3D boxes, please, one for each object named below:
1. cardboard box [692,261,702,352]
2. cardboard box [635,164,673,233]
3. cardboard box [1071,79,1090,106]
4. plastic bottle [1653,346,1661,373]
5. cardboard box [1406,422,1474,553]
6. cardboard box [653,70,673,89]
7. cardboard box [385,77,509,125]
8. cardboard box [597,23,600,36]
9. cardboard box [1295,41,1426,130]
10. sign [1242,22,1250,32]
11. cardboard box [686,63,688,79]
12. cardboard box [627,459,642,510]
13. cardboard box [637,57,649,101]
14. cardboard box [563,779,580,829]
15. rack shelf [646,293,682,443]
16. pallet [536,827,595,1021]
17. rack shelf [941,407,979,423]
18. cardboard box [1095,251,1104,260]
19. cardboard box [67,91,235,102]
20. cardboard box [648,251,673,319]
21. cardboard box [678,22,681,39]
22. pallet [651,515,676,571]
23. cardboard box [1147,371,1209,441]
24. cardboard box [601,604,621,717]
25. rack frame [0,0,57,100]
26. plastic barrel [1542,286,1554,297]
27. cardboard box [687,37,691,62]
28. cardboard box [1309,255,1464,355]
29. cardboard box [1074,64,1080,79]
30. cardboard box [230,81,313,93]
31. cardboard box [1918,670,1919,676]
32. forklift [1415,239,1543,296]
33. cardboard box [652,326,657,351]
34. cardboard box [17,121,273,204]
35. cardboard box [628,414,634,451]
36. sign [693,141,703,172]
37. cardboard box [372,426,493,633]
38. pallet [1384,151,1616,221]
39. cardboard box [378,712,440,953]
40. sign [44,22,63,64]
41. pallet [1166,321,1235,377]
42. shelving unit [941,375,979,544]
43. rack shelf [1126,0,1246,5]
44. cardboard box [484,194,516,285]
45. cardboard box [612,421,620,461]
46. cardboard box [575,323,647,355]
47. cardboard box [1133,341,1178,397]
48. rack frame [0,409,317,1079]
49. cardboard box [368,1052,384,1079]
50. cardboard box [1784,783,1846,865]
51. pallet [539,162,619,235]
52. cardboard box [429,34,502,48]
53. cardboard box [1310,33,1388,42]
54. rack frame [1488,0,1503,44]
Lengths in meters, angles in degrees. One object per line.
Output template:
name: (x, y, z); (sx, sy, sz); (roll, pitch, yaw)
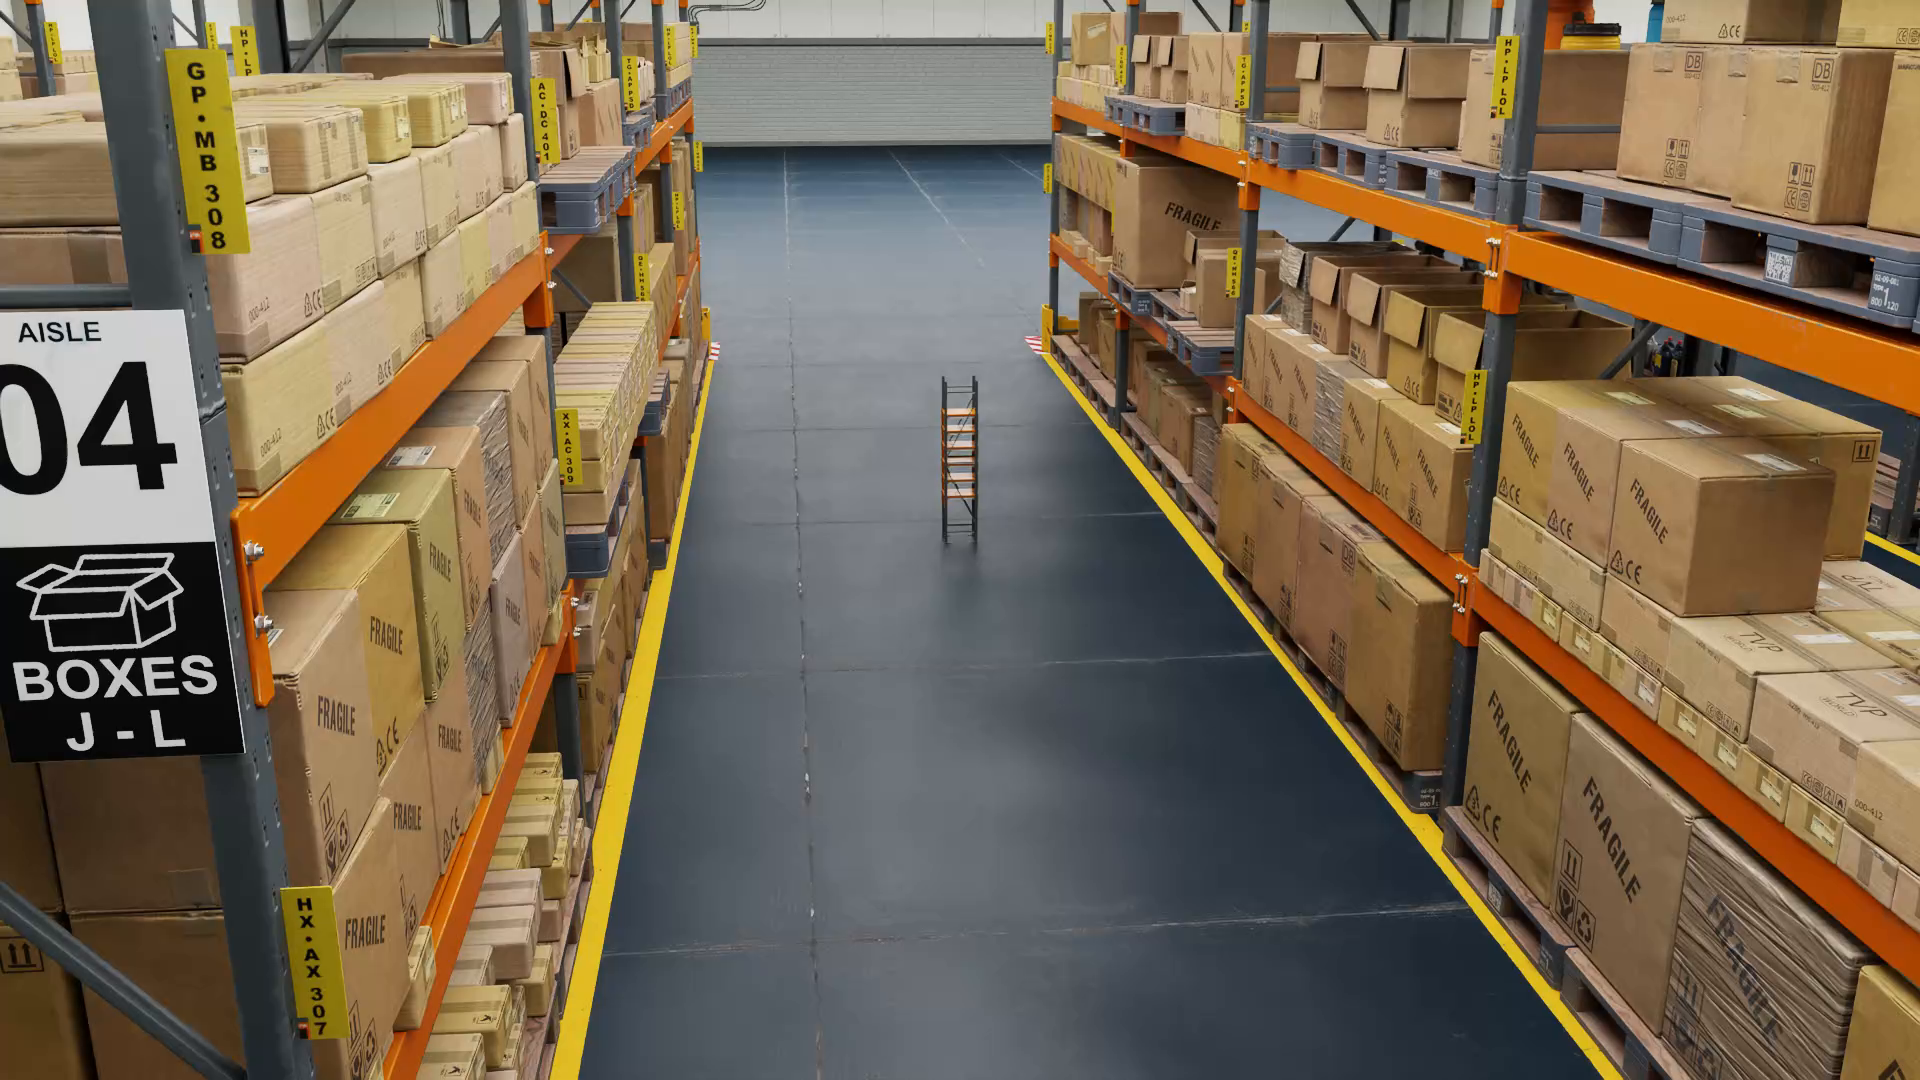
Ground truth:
cardboard box: (-3.281, -2.518, 18.037); (0.875, 0.875, 0.875); (-2, 18, -5)
cardboard box: (-3.008, -3.038, 14.792); (0.875, 0.550, 0.550); (-2, 18, -6)
cardboard box: (1.426, -4.562, 16.942); (0.500, 0.250, 0.500); (-2, 18, -6)
plastic bottle: (7.061, -1.817, 16.777); (0.097, 0.271, 0.097); (0, 17, 0)
cardboard box: (2.445, -0.258, 7.825); (0.500, 0.500, 0.500); (-2, 18, -5)
cardboard box: (-2.704, -4.018, 14.512); (0.380, 0.149, 0.250); (-2, 18, -7)
cardboard box: (-1.771, -1.510, 5.722); (0.380, 0.149, 0.250); (-2, 18, -6)
cardboard box: (-3.410, -4.529, 14.807); (0.380, 0.149, 0.250); (-2, 18, -6)
cardboard box: (2.487, -2.773, 10.119); (0.797, 0.503, 0.637); (-1, 17, -2)
sign: (2.491, -4.347, 14.487); (0.100, 0.325, 0.005); (-2, 18, -6)
cardboard box: (-2.968, -4.776, 16.924); (0.380, 0.149, 0.250); (-2, 18, -5)
cardboard box: (-2.260, -0.318, 10.403); (0.500, 0.250, 0.500); (-2, 18, -7)
cardboard box: (-2.605, -3.461, 12.467); (0.500, 0.311, 0.500); (-2, 18, -8)
cardboard box: (-1.831, 1.145, 7.082); (0.380, 0.149, 0.250); (-1, 17, -5)
rack shelf: (-2.798, -1.401, 12.832); (1.077, 0.370, 4.000); (-2, 18, -6)
pallet: (-2.075, 1.573, 6.814); (1.003, 0.211, 1.213); (-2, 18, -6)
rack shelf: (-0.001, -0.878, 11.917); (0.258, 0.103, 0.180); (-2, 18, -6)
cardboard box: (1.545, -2.772, 16.419); (0.380, 0.149, 0.250); (-2, 18, -6)
cardboard box: (-2.262, -1.180, 4.670); (0.380, 0.149, 0.250); (-2, 18, -7)
cardboard box: (-2.633, -2.090, 13.659); (0.500, 0.500, 0.500); (-2, 18, -6)
cardboard box: (-2.861, -4.852, 15.836); (0.380, 0.149, 0.250); (-2, 18, -6)
pallet: (-2.598, -0.055, 12.000); (1.003, 0.211, 1.213); (-2, 18, -6)
cardboard box: (2.012, -1.154, 14.284); (0.700, 0.500, 0.500); (-2, 18, -6)
cardboard box: (-2.048, 0.650, 8.571); (0.500, 0.500, 0.500); (-1, 17, -3)
rack frame: (-7.918, -5.019, 13.141); (1.000, 3.000, 0.127); (-2, 18, -6)
plastic barrel: (6.597, -2.627, 18.991); (0.421, 0.512, 0.421); (0, 17, 0)
cardboard box: (-3.089, -5.144, 17.432); (0.500, 0.250, 0.500); (-2, 17, -5)
cardboard box: (2.476, -1.385, 9.739); (0.797, 0.503, 0.637); (-1, 17, -4)
cardboard box: (1.383, -4.808, 17.061); (0.380, 0.149, 0.250); (-2, 18, -6)
cardboard box: (-2.331, -1.417, 5.424); (0.380, 0.149, 0.250); (-2, 18, -7)
cardboard box: (3.288, 0.586, 5.057); (0.500, 0.250, 0.500); (-2, 18, -7)
forklift: (4.399, -2.046, 13.801); (1.130, 2.935, 3.031); (-2, 17, -5)
cardboard box: (-2.088, -1.238, 10.333); (0.380, 0.149, 0.250); (-1, 17, -5)
cardboard box: (-1.582, -0.733, 3.247); (0.380, 0.149, 0.250); (-1, 17, -3)
cardboard box: (-1.902, -0.557, 8.663); (0.380, 0.149, 0.250); (-2, 18, -7)
sign: (-2.876, -4.210, 18.250); (0.100, 0.325, 0.005); (-2, 18, -6)
cardboard box: (-1.695, -0.031, 4.935); (0.500, 0.500, 0.500); (-2, 18, -7)
pallet: (2.621, -1.691, 7.867); (0.805, 0.209, 1.217); (-2, 18, -8)
cardboard box: (-1.619, 0.745, 4.134); (0.500, 0.500, 0.500); (-2, 18, -6)
sign: (-7.366, -4.041, 13.512); (0.100, 0.325, 0.005); (-2, 18, -6)
pallet: (2.173, -1.389, 11.913); (1.213, 0.211, 1.003); (-2, 18, -6)
shelving unit: (-0.001, -0.577, 12.011); (0.258, 1.200, 0.189); (-2, 18, -6)
rack shelf: (2.146, -4.195, 12.386); (1.077, 0.370, 4.000); (-2, 18, -6)
cardboard box: (-1.820, -1.029, 5.690); (0.500, 0.250, 0.500); (-2, 18, -6)
cardboard box: (-1.818, -0.464, 7.871); (0.380, 0.149, 0.250); (-1, 17, -4)
cardboard box: (-2.003, -1.148, 9.552); (0.380, 0.149, 0.250); (-1, 17, -4)
cardboard box: (1.938, -1.591, 15.710); (0.500, 0.500, 0.500); (-2, 18, -7)
rack frame: (-1.767, 1.235, 3.235); (1.000, 3.000, 0.127); (-2, 18, -6)
cardboard box: (-1.474, 1.248, 3.612); (0.380, 0.149, 0.250); (-2, 18, -6)
cardboard box: (2.706, 0.832, 4.939); (0.380, 0.149, 0.250); (-2, 18, -7)
pallet: (-2.137, -1.485, 7.206); (1.213, 0.211, 1.003); (-2, 18, -6)
cardboard box: (-2.706, -2.635, 9.109); (0.396, 0.266, 0.258); (-2, 18, -6)
cardboard box: (2.560, -3.137, 11.151); (0.500, 0.500, 0.500); (-2, 18, -5)
rack frame: (6.454, -6.670, 18.400); (1.000, 3.000, 0.127); (-2, 18, -6)
